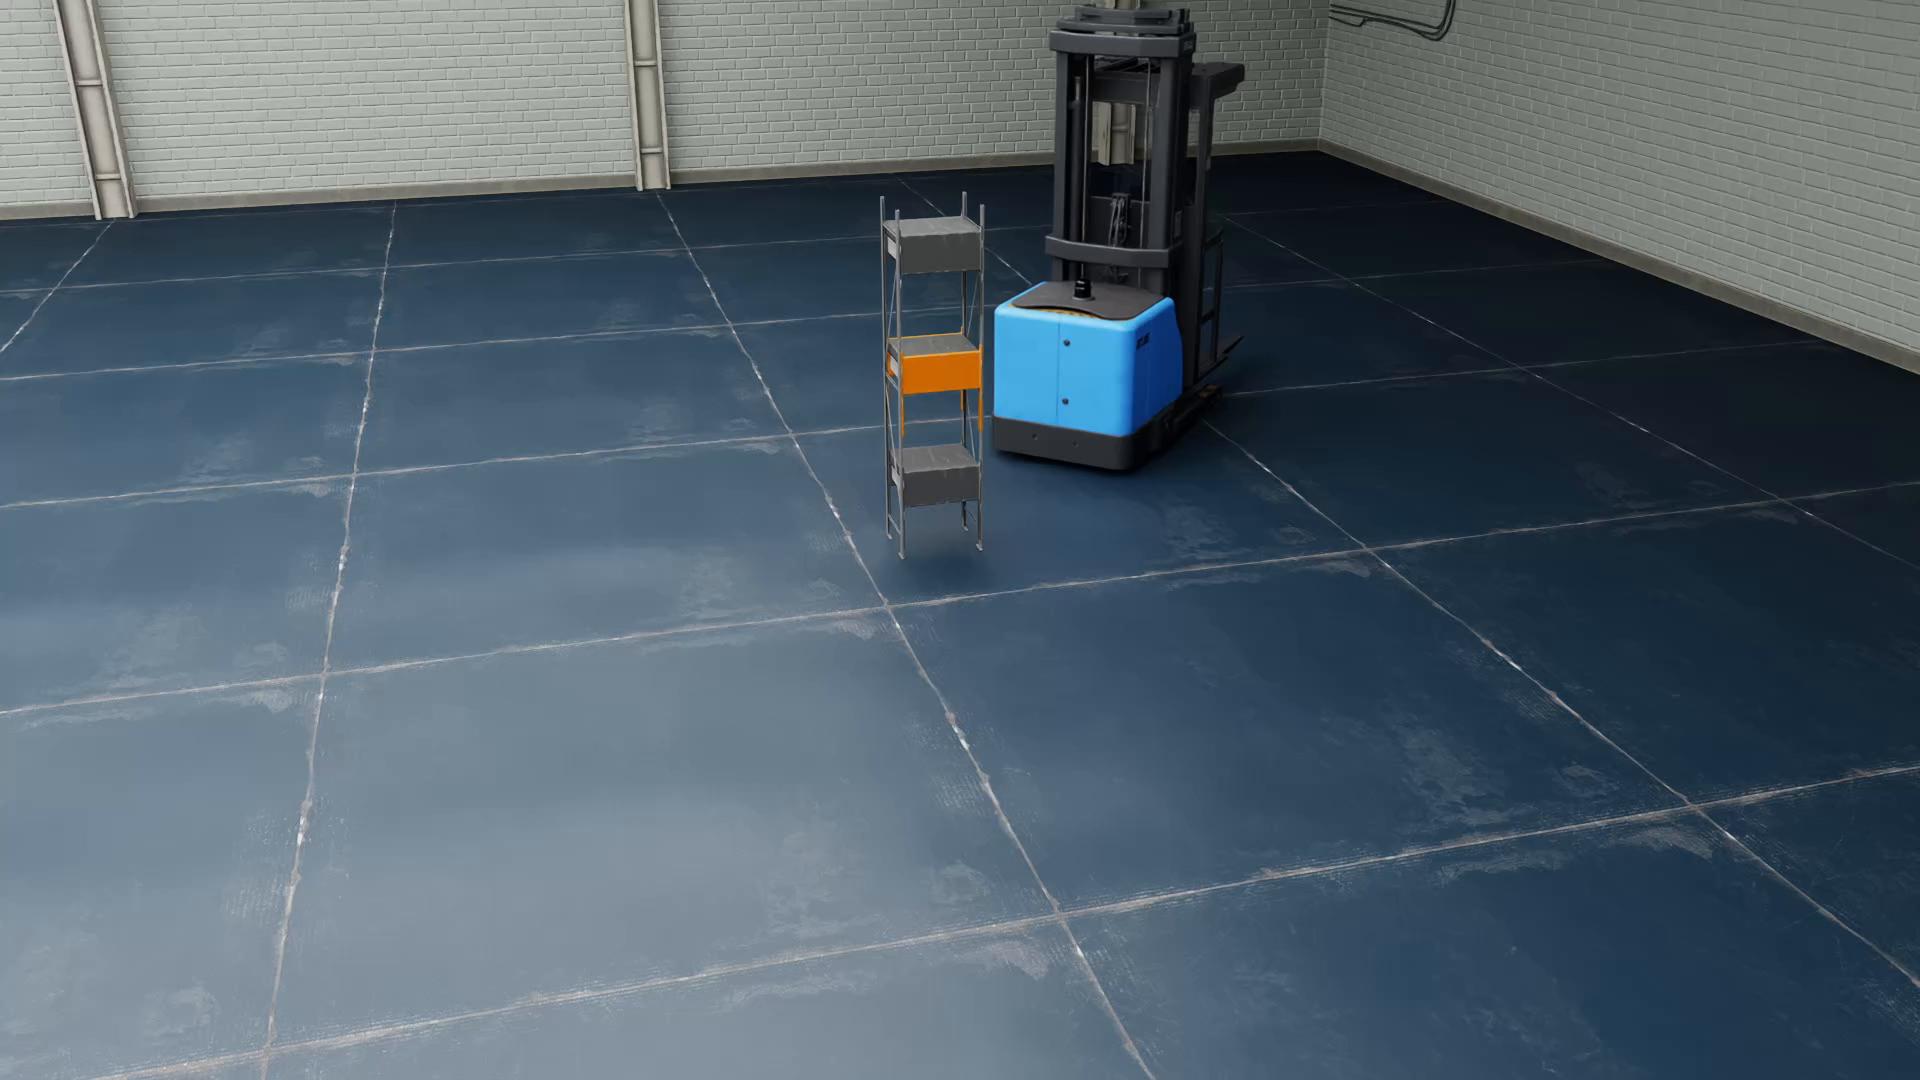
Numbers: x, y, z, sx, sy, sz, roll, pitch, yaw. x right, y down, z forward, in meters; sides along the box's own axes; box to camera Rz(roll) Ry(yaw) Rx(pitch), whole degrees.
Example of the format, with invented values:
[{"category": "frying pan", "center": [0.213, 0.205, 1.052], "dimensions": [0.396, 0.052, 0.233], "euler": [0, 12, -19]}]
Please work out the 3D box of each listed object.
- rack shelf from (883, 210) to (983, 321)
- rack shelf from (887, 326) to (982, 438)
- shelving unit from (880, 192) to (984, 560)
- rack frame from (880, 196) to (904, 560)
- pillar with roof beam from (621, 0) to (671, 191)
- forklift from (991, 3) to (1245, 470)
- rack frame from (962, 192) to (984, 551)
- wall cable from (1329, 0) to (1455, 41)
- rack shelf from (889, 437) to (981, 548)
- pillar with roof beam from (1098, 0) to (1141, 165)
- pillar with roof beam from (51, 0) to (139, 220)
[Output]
[{"category": "rack shelf", "center": [-0.159, -1.578, 9.524], "dimensions": [0.480, 0.518, 0.431], "euler": [-6, 24, -14]}, {"category": "rack shelf", "center": [-0.159, -0.935, 9.800], "dimensions": [0.480, 0.518, 0.431], "euler": [-6, 24, -14]}, {"category": "shelving unit", "center": [-0.159, -0.947, 9.795], "dimensions": [0.503, 2.100, 0.431], "euler": [-6, 24, -14]}, {"category": "rack frame", "center": [-0.394, -0.921, 9.734], "dimensions": [0.015, 2.100, 0.400], "euler": [-6, 24, -14]}, {"category": "pillar with roof beam", "center": [-2.575, -6.802, 14.689], "dimensions": [0.400, 9.000, 9.100], "euler": [-6, 24, -14]}, {"category": "forklift", "center": [1.339, -2.360, 12.033], "dimensions": [1.130, 2.935, 3.031], "euler": [11, 26, 25]}, {"category": "rack frame", "center": [0.076, -0.973, 9.855], "dimensions": [0.015, 2.100, 0.400], "euler": [-6, 24, -14]}, {"category": "wall cable", "center": [5.232, -7.460, 20.161], "dimensions": [0.112, 2.526, 3.097], "euler": [-6, 24, -14]}, {"category": "rack shelf", "center": [-0.159, -0.291, 10.076], "dimensions": [0.480, 0.518, 0.431], "euler": [-6, 24, -14]}, {"category": "pillar with roof beam", "center": [3.202, -7.441, 16.179], "dimensions": [0.400, 9.000, 9.100], "euler": [-6, 24, -14]}, {"category": "pillar with roof beam", "center": [-8.352, -6.162, 13.200], "dimensions": [0.400, 9.000, 9.100], "euler": [-6, 24, -14]}]
